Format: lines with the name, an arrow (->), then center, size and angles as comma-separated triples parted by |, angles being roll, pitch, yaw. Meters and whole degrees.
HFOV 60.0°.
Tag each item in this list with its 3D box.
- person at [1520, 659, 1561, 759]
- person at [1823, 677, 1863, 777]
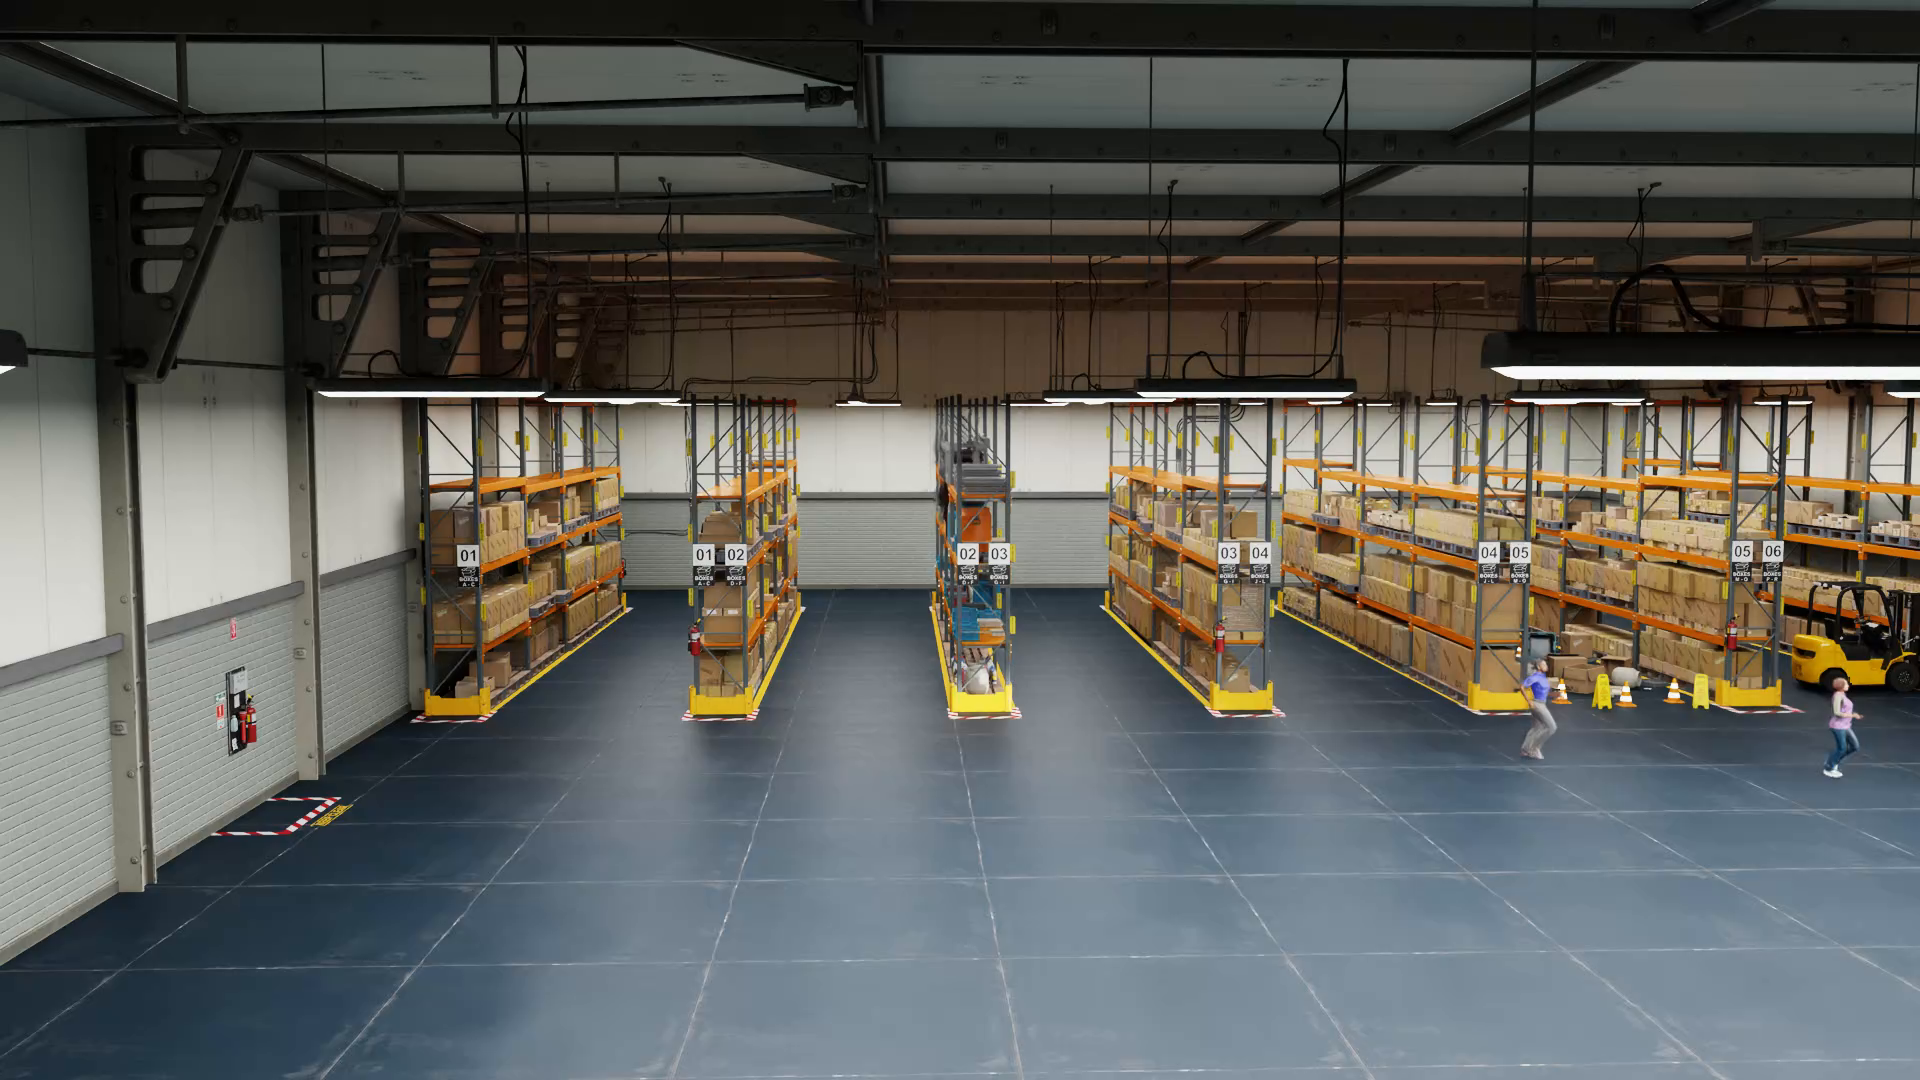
person -> 9.500, 2.759, 27.184 | 0.627, 1.638, 0.561 | 3, 5, 30
person -> 13.698, 2.903, 25.756 | 0.555, 1.559, 0.522 | 4, 6, 40
